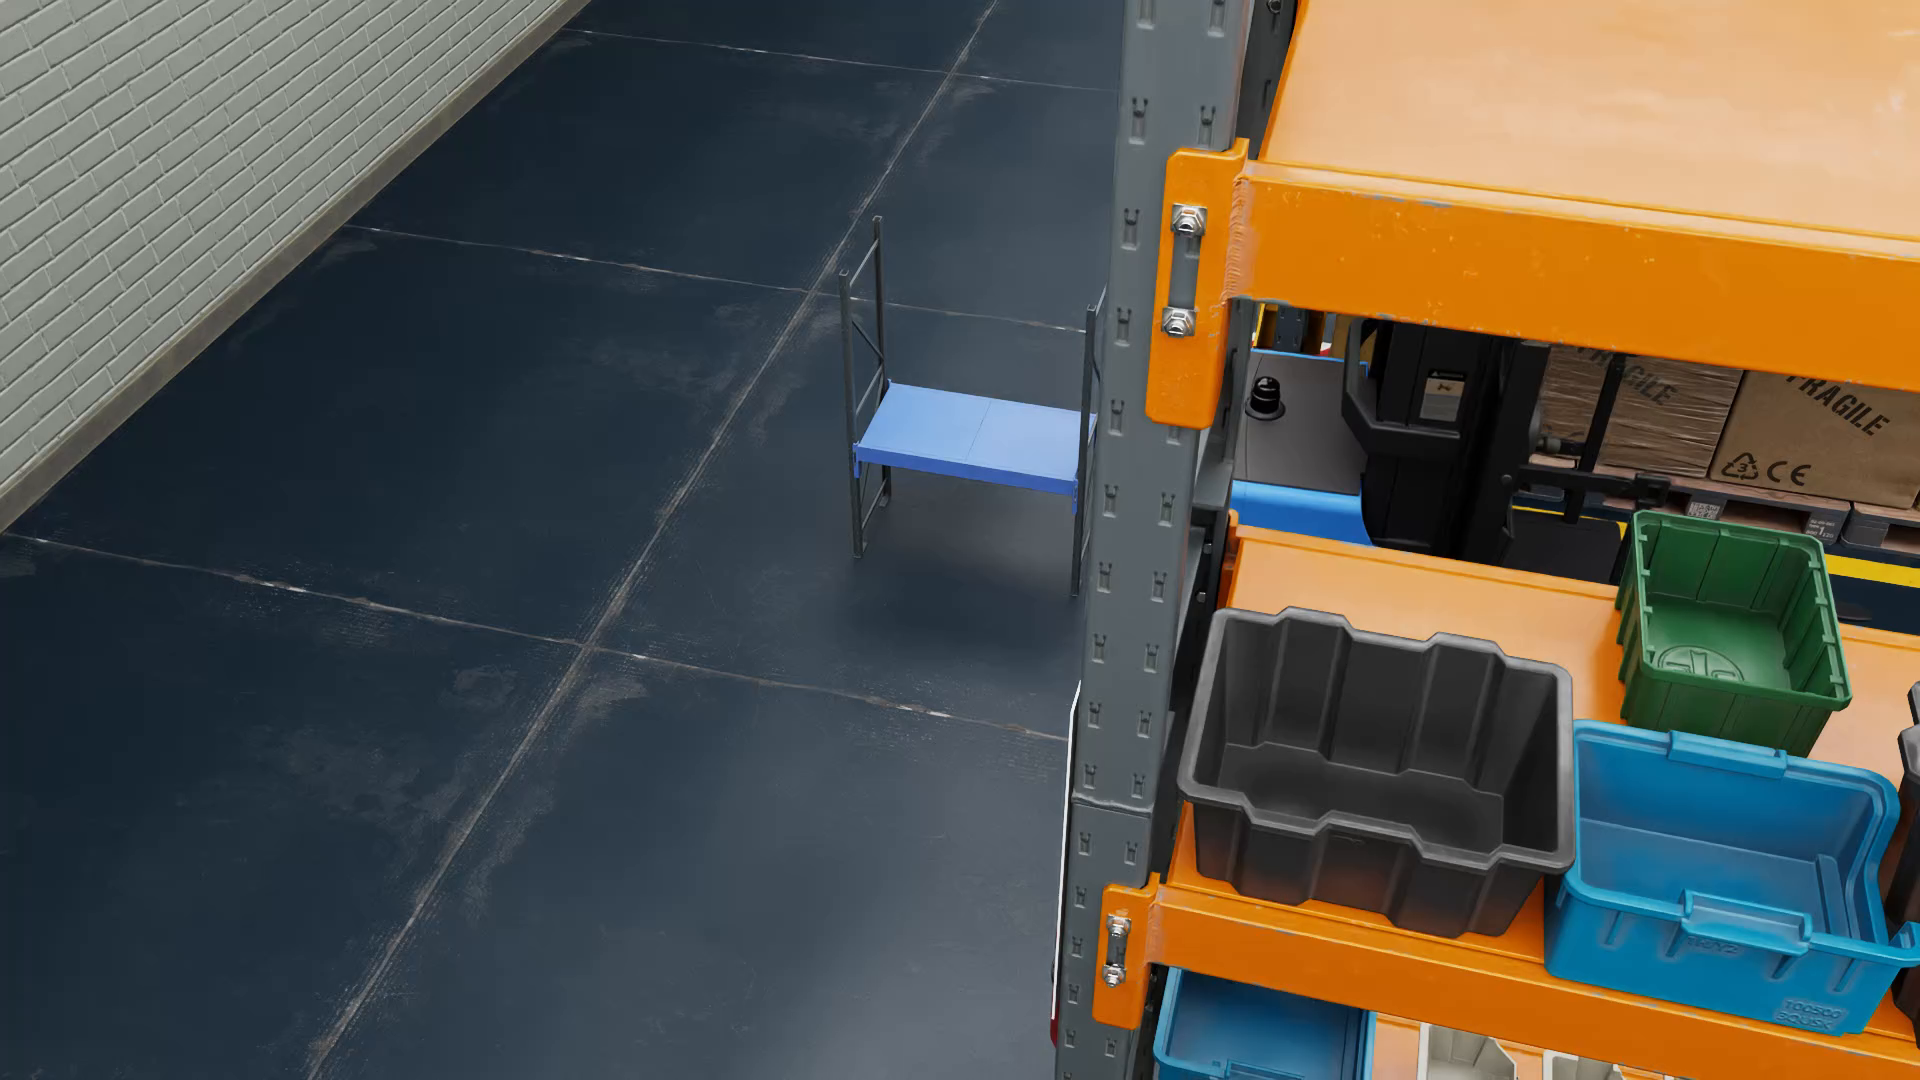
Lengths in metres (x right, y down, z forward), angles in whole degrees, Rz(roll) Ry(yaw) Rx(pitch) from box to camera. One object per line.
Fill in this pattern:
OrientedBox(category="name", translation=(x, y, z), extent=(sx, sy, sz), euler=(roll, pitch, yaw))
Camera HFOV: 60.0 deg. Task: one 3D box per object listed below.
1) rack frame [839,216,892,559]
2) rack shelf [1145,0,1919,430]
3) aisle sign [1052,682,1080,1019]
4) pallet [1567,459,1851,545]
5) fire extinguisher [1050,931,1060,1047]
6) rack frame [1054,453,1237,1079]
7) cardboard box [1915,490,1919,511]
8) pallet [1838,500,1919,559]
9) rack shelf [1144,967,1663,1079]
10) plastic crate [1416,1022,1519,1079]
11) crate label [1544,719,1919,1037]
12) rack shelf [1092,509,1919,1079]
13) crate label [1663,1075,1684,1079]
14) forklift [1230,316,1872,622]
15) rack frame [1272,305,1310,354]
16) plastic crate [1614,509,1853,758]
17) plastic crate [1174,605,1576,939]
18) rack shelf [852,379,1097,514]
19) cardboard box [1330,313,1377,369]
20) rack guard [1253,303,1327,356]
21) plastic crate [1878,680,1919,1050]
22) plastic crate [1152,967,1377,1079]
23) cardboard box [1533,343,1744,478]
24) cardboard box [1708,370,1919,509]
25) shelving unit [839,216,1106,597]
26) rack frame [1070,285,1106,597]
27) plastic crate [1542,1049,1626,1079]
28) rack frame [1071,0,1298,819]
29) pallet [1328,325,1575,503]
OrientedBox(category="rack frame", translation=(-0.409, -0.645, 7.351), extent=(0.032, 1.500, 0.500), euler=(10, 41, 11))
OrientedBox(category="rack shelf", translation=(2.296, -0.277, 1.953), extent=(4.000, 0.370, 1.077), euler=(10, 41, 11))
OrientedBox(category="aisle sign", translation=(0.218, 0.436, 2.877), extent=(0.004, 0.787, 0.394), euler=(10, 41, 11))
OrientedBox(category="pallet", translation=(3.612, -0.462, 8.136), extent=(1.213, 0.211, 1.003), euler=(10, 41, 11))
OrientedBox(category="fire extinguisher", translation=(0.336, 1.124, 4.429), extent=(0.183, 0.674, 0.296), euler=(10, 41, 11))
OrientedBox(category="rack frame", translation=(0.364, 1.259, 3.919), extent=(0.127, 3.000, 1.000), euler=(10, 41, 11))
OrientedBox(category="cardboard box", translation=(4.891, -0.660, 7.529), extent=(0.875, 0.875, 0.875), euler=(10, 41, 11))
OrientedBox(category="pallet", translation=(4.794, -0.260, 7.896), extent=(1.213, 0.211, 1.003), euler=(10, 41, 11))
OrientedBox(category="rack shelf", translation=(2.296, 1.867, 3.754), extent=(4.000, 0.370, 1.077), euler=(10, 41, 11))
OrientedBox(category="plastic crate", translation=(1.199, 1.360, 3.957), extent=(0.243, 0.136, 0.396), euler=(10, 41, 11))
OrientedBox(category="crate label", translation=(1.172, 0.521, 2.580), extent=(0.502, 0.251, 0.408), euler=(10, 41, 11))
OrientedBox(category="rack shelf", translation=(2.296, 0.718, 2.789), extent=(4.000, 0.370, 1.077), euler=(10, 41, 11))
OrientedBox(category="crate label", translation=(1.750, 1.448, 3.852), extent=(0.243, 0.136, 0.396), euler=(10, 41, 11))
OrientedBox(category="forklift", translation=(2.308, -0.652, 6.247), extent=(3.031, 2.935, 1.130), euler=(8, 41, 9))
OrientedBox(category="rack frame", translation=(1.644, -1.818, 7.582), extent=(0.127, 3.000, 1.000), euler=(10, 41, 11))
OrientedBox(category="plastic crate", translation=(1.391, 0.178, 3.038), extent=(0.336, 0.188, 0.450), euler=(10, 41, 11))
OrientedBox(category="plastic crate", translation=(0.664, 0.398, 2.714), extent=(0.590, 0.269, 0.497), euler=(10, 41, 11))
OrientedBox(category="rack shelf", translation=(0.082, -0.422, 7.366), extent=(1.000, 0.185, 0.538), euler=(10, 41, 11))
OrientedBox(category="cardboard box", translation=(2.283, -1.109, 8.063), extent=(0.875, 0.875, 0.875), euler=(10, 41, 11))
OrientedBox(category="rack guard", translation=(1.621, -0.865, 8.391), extent=(0.348, 0.500, 1.175), euler=(10, 41, 11))
OrientedBox(category="plastic crate", translation=(1.769, 0.559, 2.468), extent=(0.767, 0.338, 0.504), euler=(10, 41, 11))
OrientedBox(category="plastic crate", translation=(0.736, 1.162, 3.960), extent=(0.499, 0.435, 0.616), euler=(10, 41, 11))
OrientedBox(category="cardboard box", translation=(3.162, -0.957, 7.883), extent=(0.875, 0.875, 0.875), euler=(10, 41, 11))
OrientedBox(category="cardboard box", translation=(4.022, -0.809, 7.707), extent=(0.875, 0.875, 0.875), euler=(10, 41, 11))
OrientedBox(category="shelving unit", translation=(0.082, -0.560, 7.251), extent=(1.048, 1.500, 0.538), euler=(10, 41, 11))
OrientedBox(category="rack frame", translation=(0.573, -0.476, 7.150), extent=(0.032, 1.500, 0.500), euler=(10, 41, 11))
OrientedBox(category="plastic crate", translation=(1.475, 1.417, 3.889), extent=(0.243, 0.136, 0.396), euler=(10, 41, 11))
OrientedBox(category="rack frame", translation=(0.364, -1.038, 1.989), extent=(0.127, 3.000, 1.000), euler=(10, 41, 11))
OrientedBox(category="pallet", translation=(2.437, -0.666, 8.379), extent=(1.213, 0.211, 1.003), euler=(10, 41, 11))
